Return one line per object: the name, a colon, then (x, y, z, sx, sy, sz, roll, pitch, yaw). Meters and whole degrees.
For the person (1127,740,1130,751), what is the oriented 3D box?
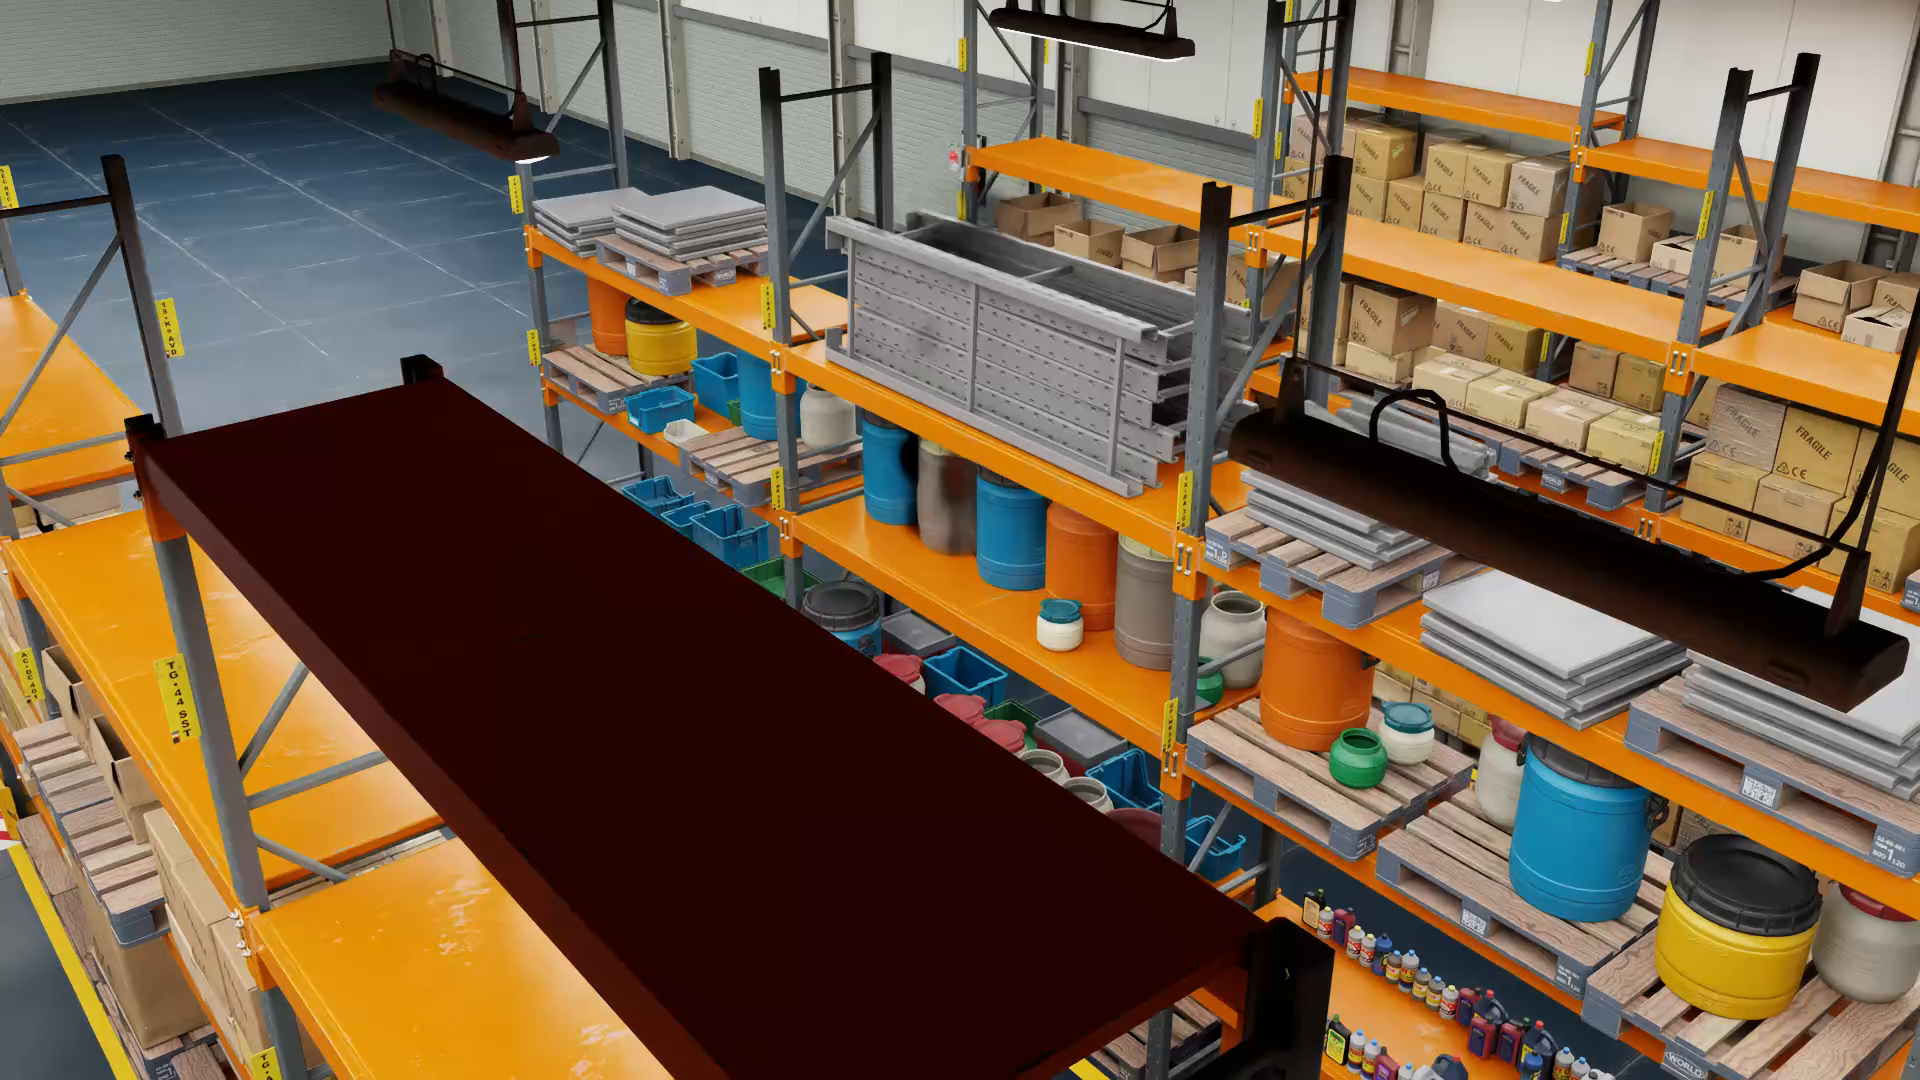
person: (1.507, 1.031, 13.458, 0.863, 1.786, 0.657, 19, 32, 34)
